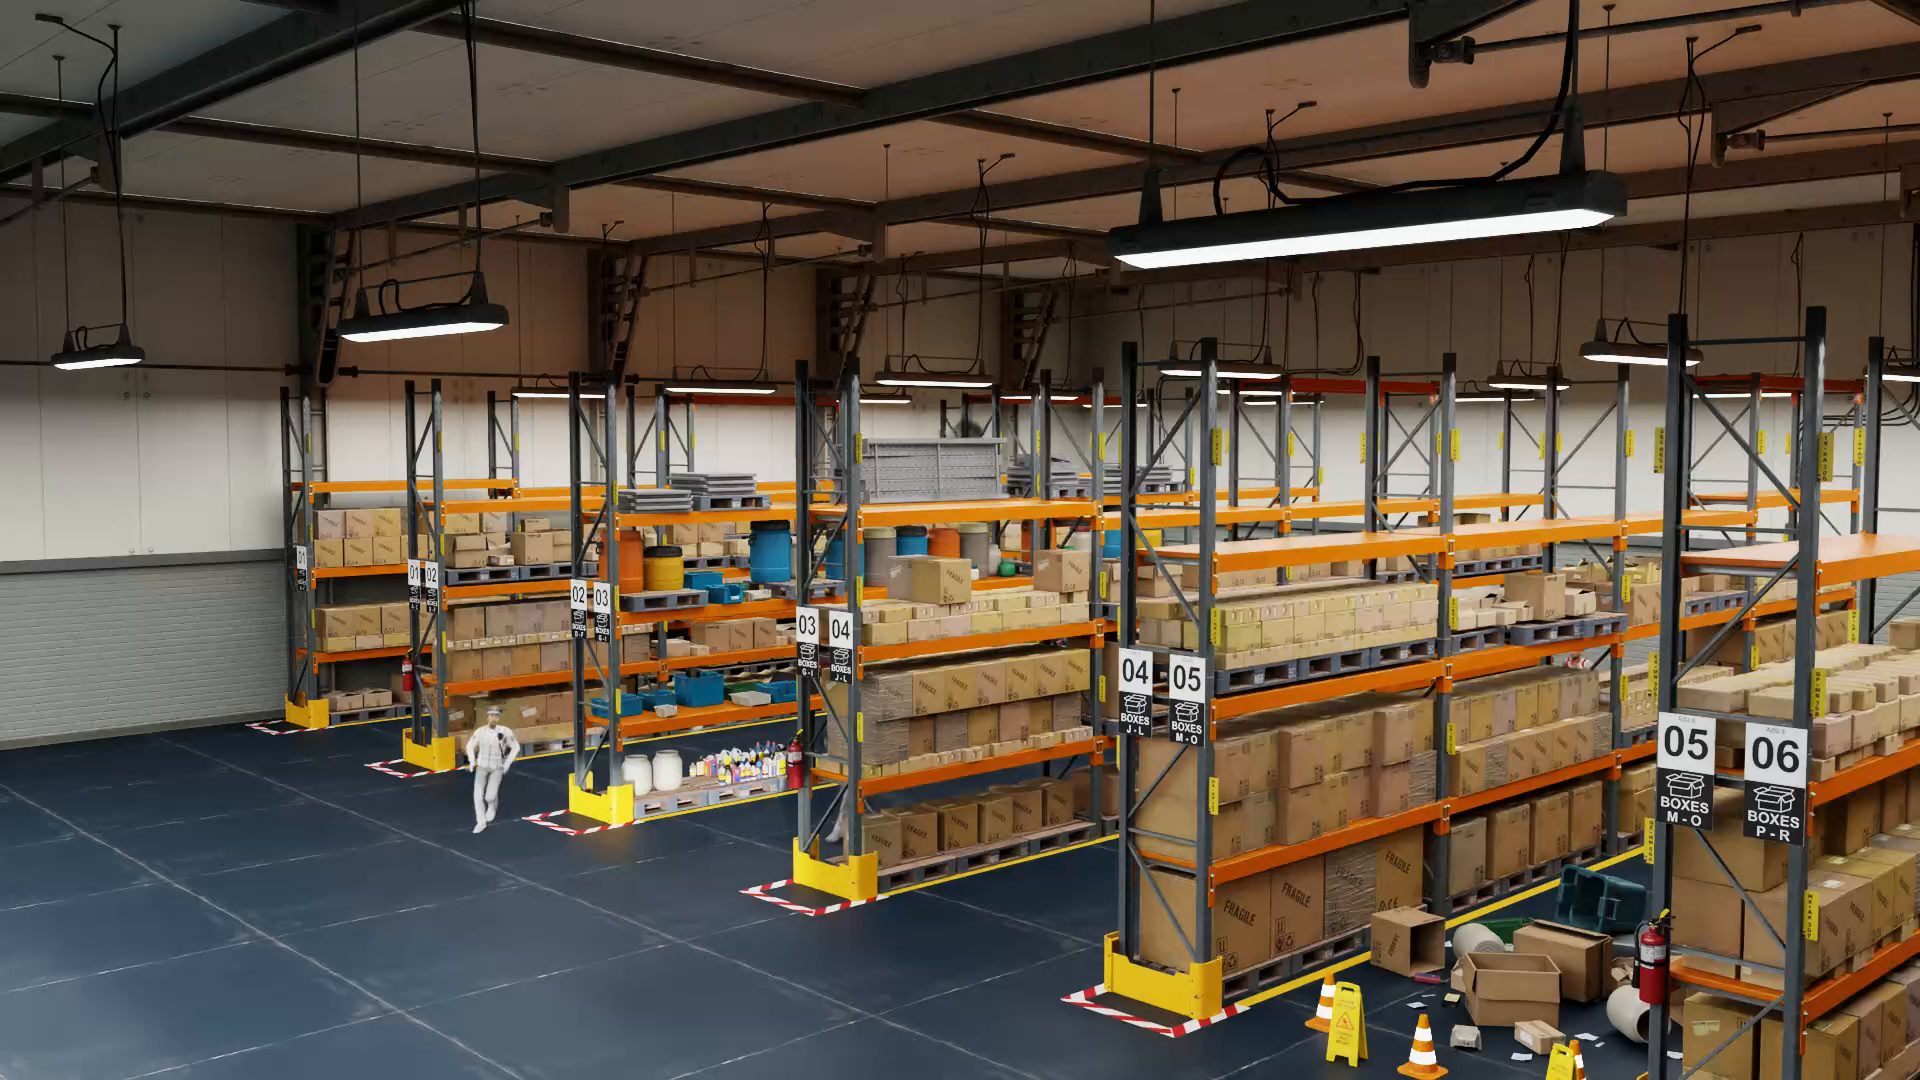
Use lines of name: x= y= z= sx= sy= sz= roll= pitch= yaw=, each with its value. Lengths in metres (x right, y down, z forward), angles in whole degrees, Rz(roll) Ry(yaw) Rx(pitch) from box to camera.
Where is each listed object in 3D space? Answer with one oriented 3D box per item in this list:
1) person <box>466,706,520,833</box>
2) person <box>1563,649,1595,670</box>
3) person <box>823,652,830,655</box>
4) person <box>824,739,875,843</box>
person: x=-6.107 y=2.972 z=21.677 sx=0.666 sy=1.655 sz=0.504 roll=0 pitch=4 yaw=-2
person: x=10.142 y=2.546 z=27.358 sx=0.595 sy=1.750 sz=0.772 roll=3 pitch=5 yaw=38
person: x=-2.624 y=2.080 z=35.026 sx=0.644 sy=1.680 sz=0.591 roll=2 pitch=4 yaw=33
person: x=-1.408 y=2.877 z=21.152 sx=0.677 sy=1.778 sz=0.961 roll=3 pitch=5 yaw=43
